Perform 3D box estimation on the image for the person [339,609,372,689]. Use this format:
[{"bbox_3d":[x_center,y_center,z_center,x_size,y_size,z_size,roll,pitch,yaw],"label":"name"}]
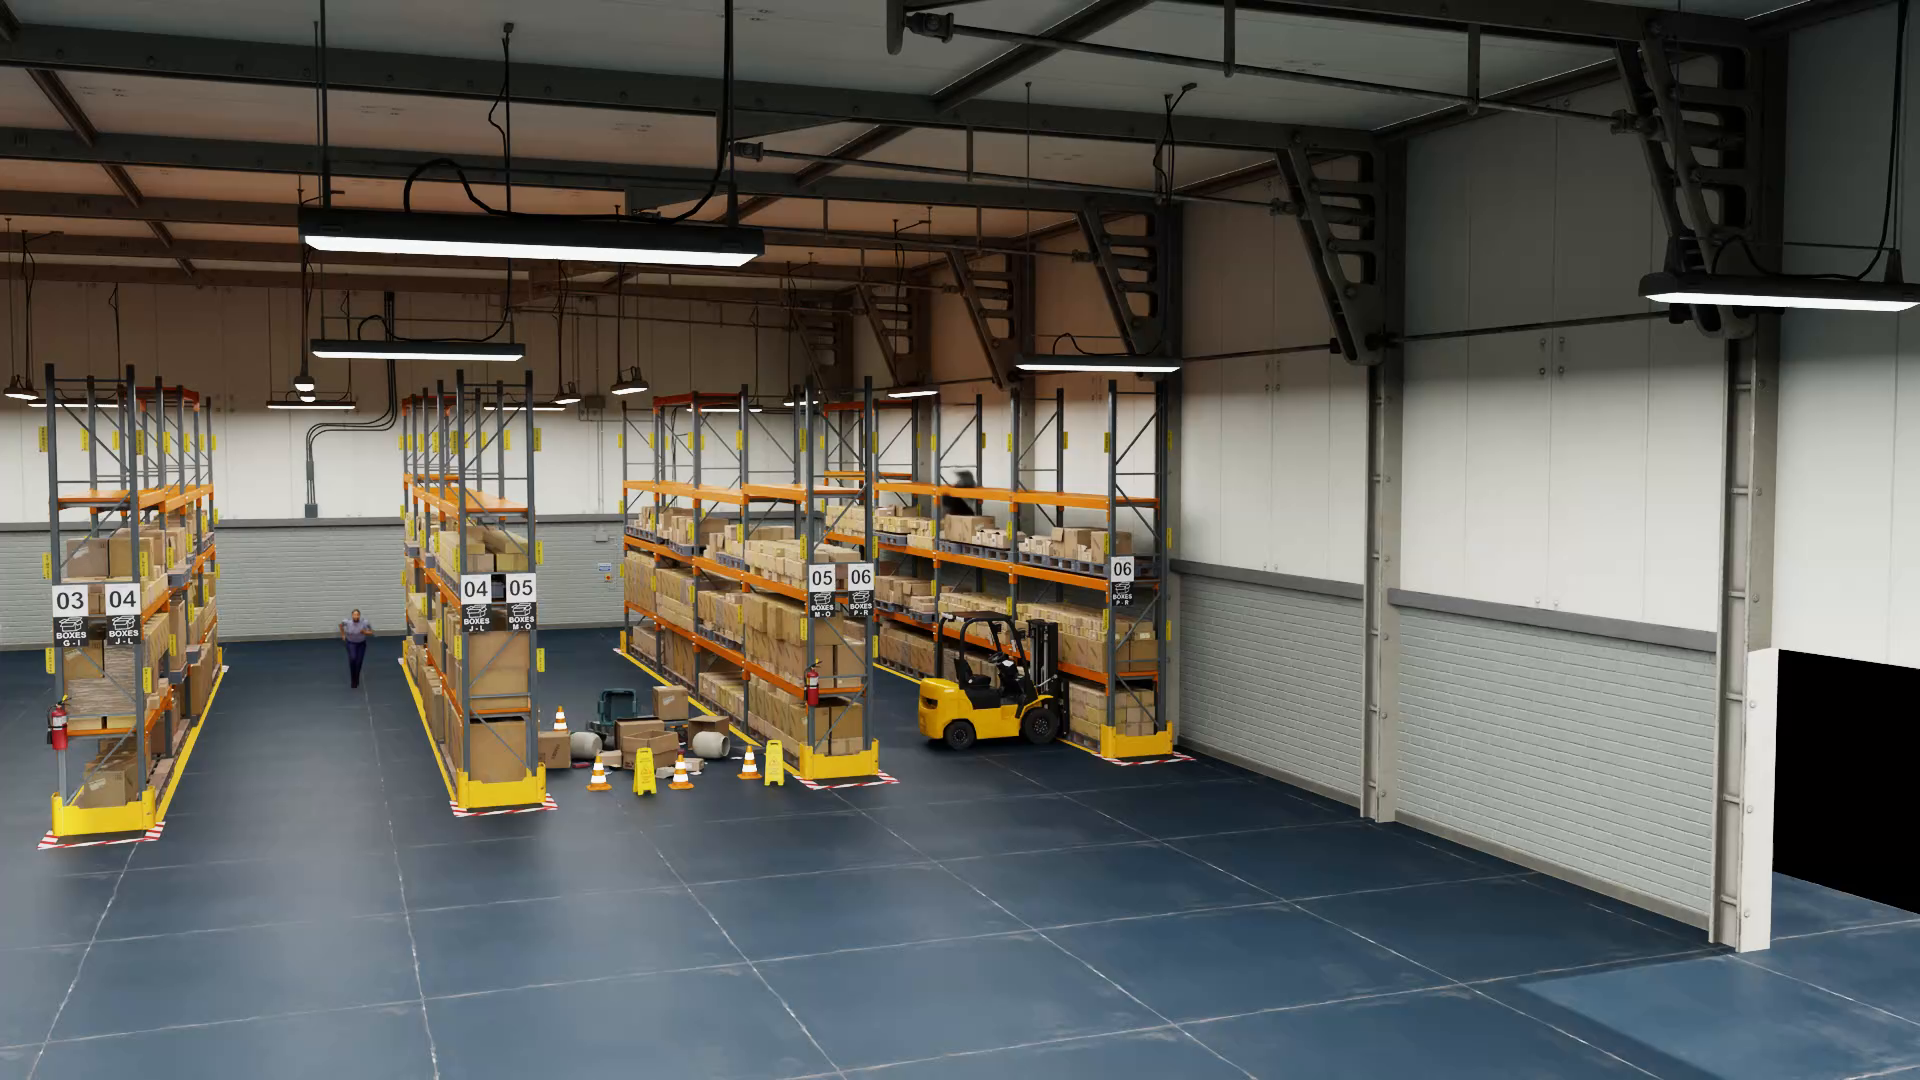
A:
[{"bbox_3d":[-12.382,2.213,34.093,0.597,1.637,0.889,-2,4,-29],"label":"person"}]
